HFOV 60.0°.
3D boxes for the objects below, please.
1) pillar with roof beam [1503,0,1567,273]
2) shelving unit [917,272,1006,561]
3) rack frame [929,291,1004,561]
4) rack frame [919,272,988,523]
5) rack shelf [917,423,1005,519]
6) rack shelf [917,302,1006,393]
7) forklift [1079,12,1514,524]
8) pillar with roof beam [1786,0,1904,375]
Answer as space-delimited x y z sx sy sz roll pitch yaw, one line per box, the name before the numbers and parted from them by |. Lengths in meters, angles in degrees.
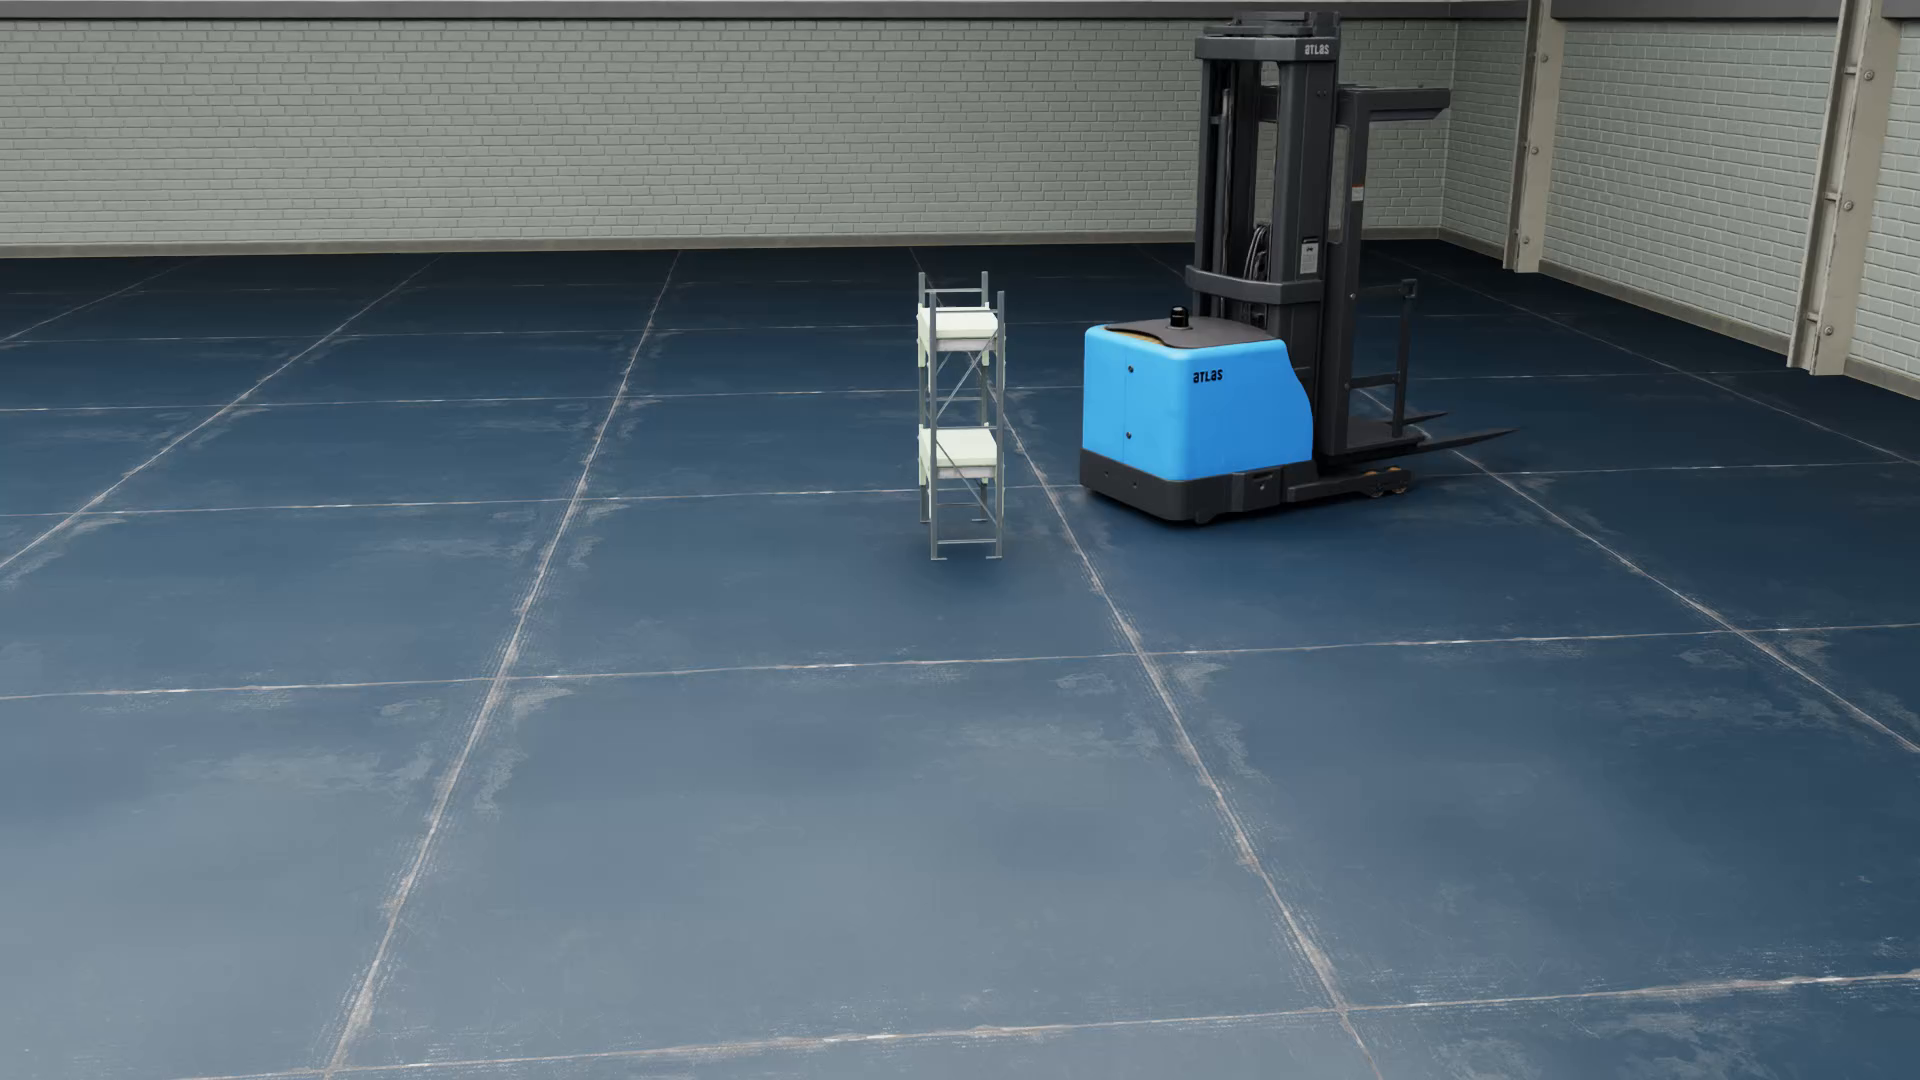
pillar with roof beam | 2.483 -7.412 18.264 9.100 9.000 0.400 -2 18 -6
shelving unit | -0.001 -0.718 9.459 0.431 1.500 0.755 -2 18 -6
rack frame | 0.037 -0.609 9.111 0.400 1.500 0.023 -2 18 -6
rack frame | -0.038 -0.827 9.806 0.400 1.500 0.023 -2 18 -6
rack shelf | -0.001 -0.407 9.556 0.431 0.370 0.720 -2 18 -6
rack shelf | -0.001 -1.090 9.342 0.431 0.370 0.720 -2 18 -6
forklift | 2.295 -1.794 10.498 3.031 2.935 1.130 -10 20 -28
pillar with roof beam | 3.101 -5.625 12.570 9.100 9.000 0.400 -2 18 -6
